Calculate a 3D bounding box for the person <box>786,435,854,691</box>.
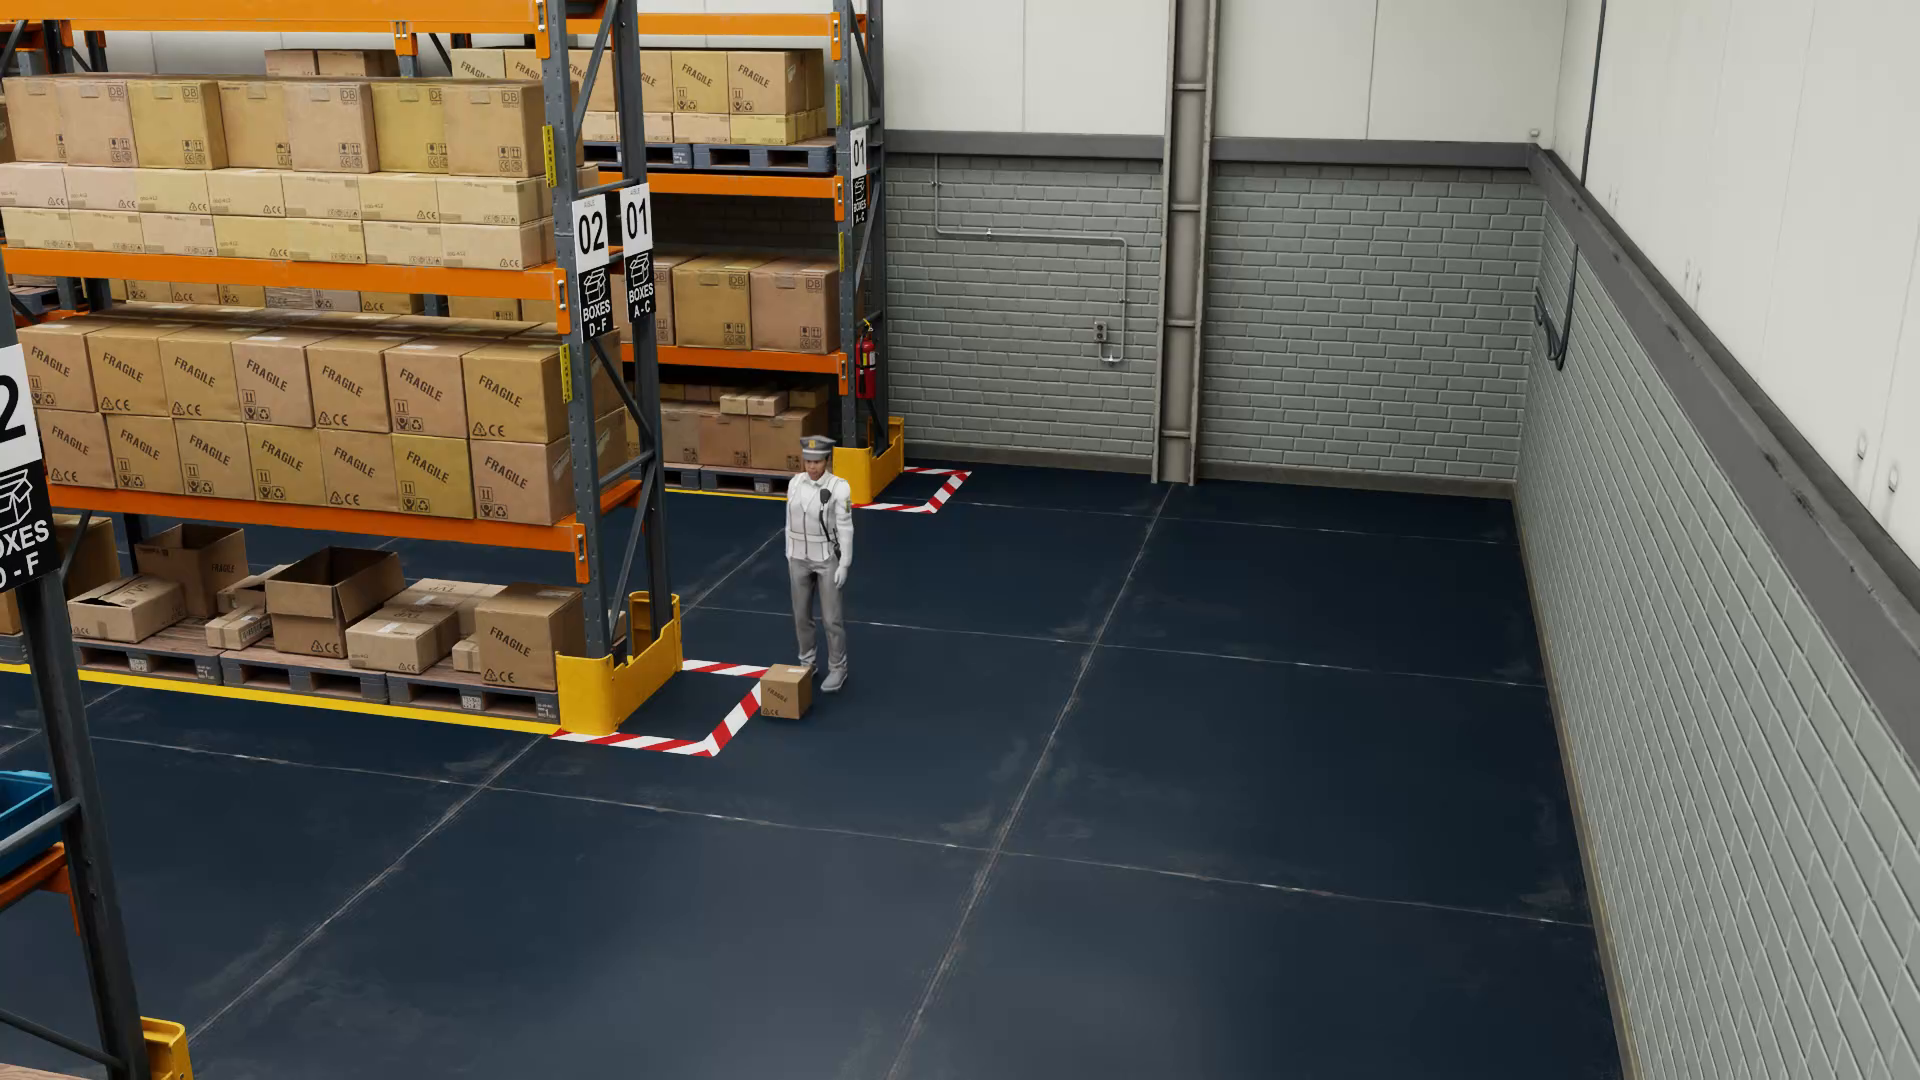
[{"bbox_3d":[-0.907,0.142,10.623,0.467,1.672,0.332,7,20,21],"label":"person"}]
